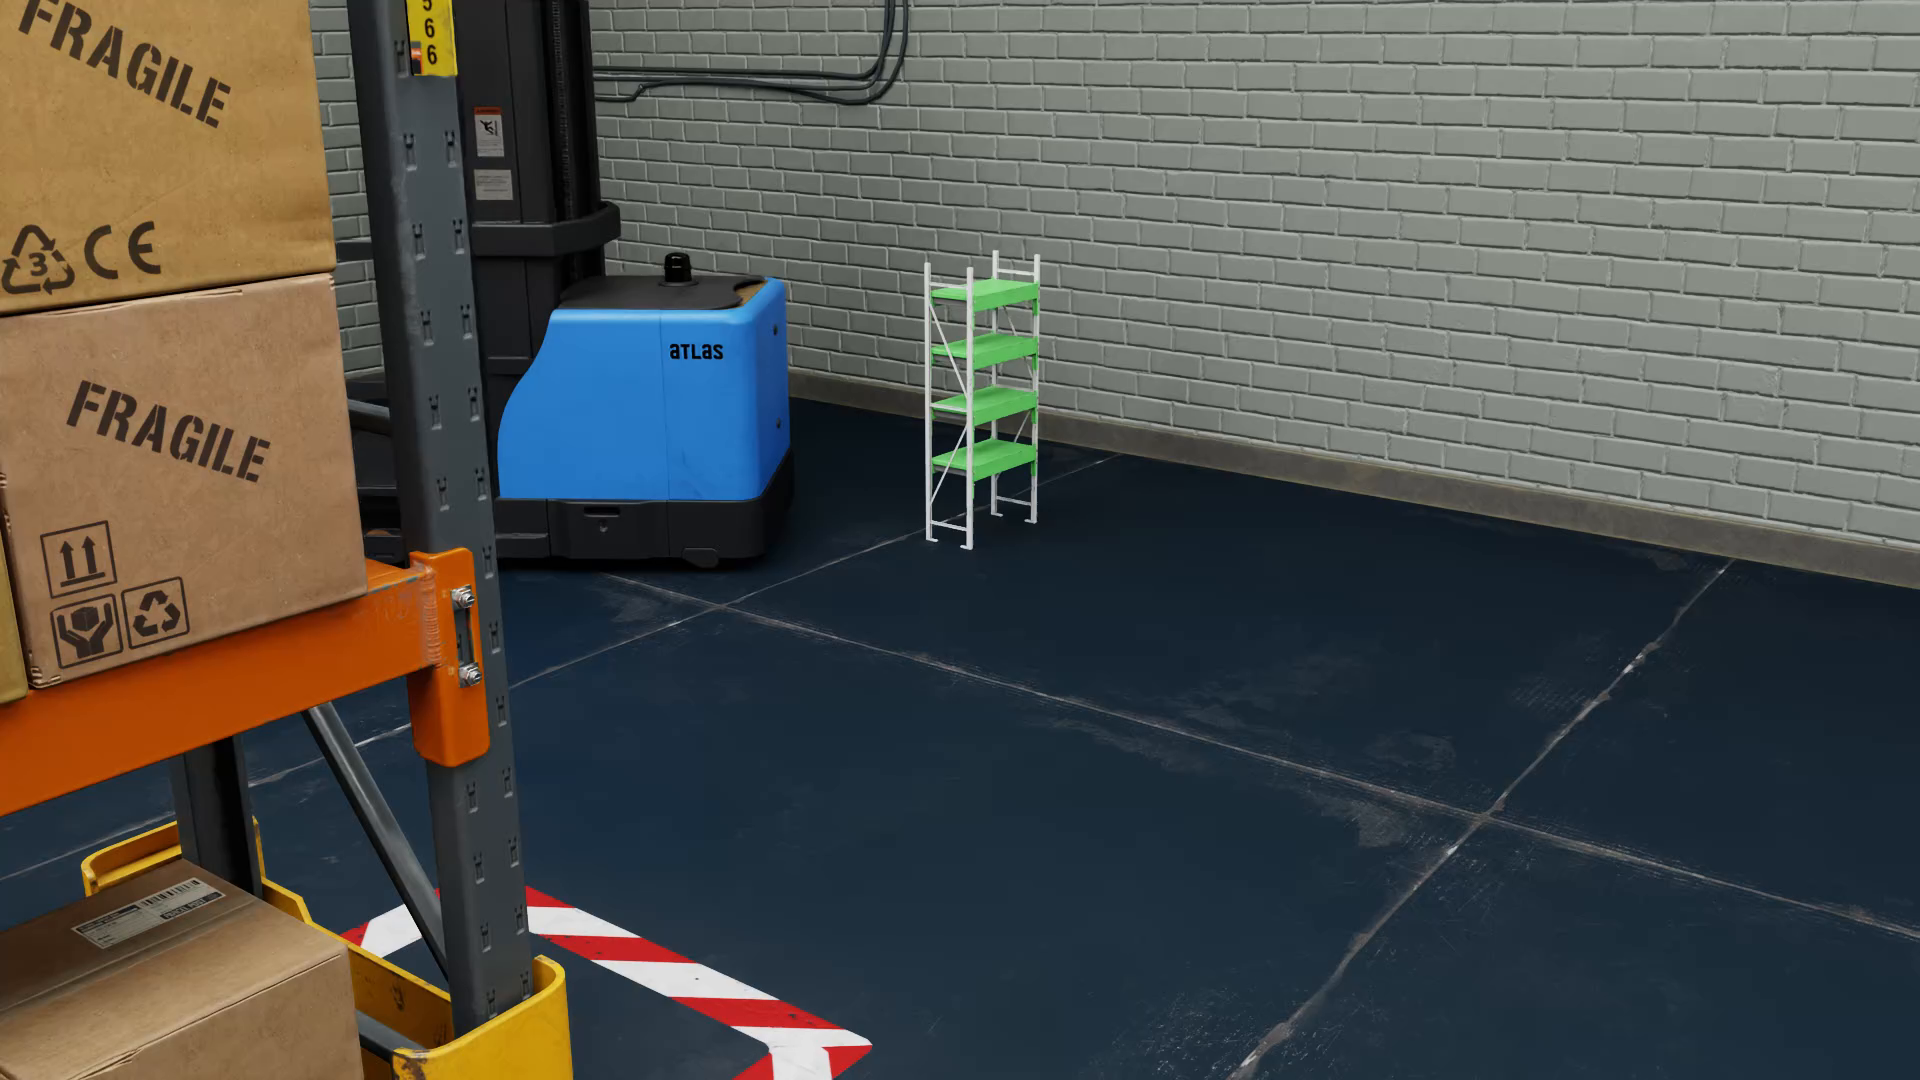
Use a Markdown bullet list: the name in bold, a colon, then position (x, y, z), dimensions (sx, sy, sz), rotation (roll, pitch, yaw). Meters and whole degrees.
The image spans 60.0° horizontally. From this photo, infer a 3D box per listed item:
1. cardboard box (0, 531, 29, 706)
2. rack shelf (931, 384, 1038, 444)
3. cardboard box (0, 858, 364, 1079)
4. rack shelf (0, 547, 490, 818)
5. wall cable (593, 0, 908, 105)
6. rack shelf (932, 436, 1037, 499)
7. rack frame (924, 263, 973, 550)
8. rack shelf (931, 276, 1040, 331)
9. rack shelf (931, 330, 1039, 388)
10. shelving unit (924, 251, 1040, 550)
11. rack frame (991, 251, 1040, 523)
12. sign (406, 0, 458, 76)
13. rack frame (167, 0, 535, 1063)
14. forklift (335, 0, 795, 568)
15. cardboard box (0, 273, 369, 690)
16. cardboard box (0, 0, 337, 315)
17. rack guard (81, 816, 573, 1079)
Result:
- **cardboard box**: position (-1.571, -0.016, 2.068), dimensions (0.500, 0.500, 0.500), rotation (13, 21, 35)
- **rack shelf**: position (0.099, -0.551, 7.212), dimensions (0.258, 0.148, 0.480), rotation (12, 21, 35)
- **cardboard box**: position (-1.342, 0.910, 2.730), dimensions (0.500, 0.500, 0.500), rotation (12, 21, 35)
- **rack shelf**: position (-2.408, 0.573, 1.554), dimensions (1.077, 0.370, 4.000), rotation (12, 21, 35)
- **wall cable**: position (-1.540, -3.788, 9.503), dimensions (3.097, 2.526, 0.112), rotation (12, 21, 35)
- **rack shelf**: position (0.099, -0.322, 7.283), dimensions (0.258, 0.148, 0.480), rotation (12, 21, 35)
- **rack frame**: position (-0.047, -0.554, 7.006), dimensions (0.240, 1.200, 0.015), rotation (12, 21, 35)
- **rack shelf**: position (0.099, -1.010, 7.069), dimensions (0.258, 0.148, 0.480), rotation (12, 21, 35)
- **rack shelf**: position (0.099, -0.781, 7.141), dimensions (0.258, 0.148, 0.480), rotation (12, 21, 35)
- **shelving unit**: position (0.099, -0.612, 7.193), dimensions (0.258, 1.200, 0.503), rotation (12, 21, 35)
- **rack frame**: position (0.244, -0.671, 7.380), dimensions (0.240, 1.200, 0.015), rotation (12, 21, 35)
- **sign**: position (-0.782, -0.848, 2.431), dimensions (0.100, 0.325, 0.005), rotation (12, 21, 35)
- **rack frame**: position (-1.216, -0.247, 2.981), dimensions (1.000, 3.000, 0.127), rotation (12, 21, 35)
- **forklift**: position (-2.293, -1.429, 6.902), dimensions (3.031, 2.935, 1.130), rotation (1, 17, 2)
- **cardboard box**: position (-1.264, -0.140, 2.468), dimensions (0.500, 0.500, 0.500), rotation (13, 22, 36)
- **cardboard box**: position (-1.261, -0.618, 2.320), dimensions (0.500, 0.500, 0.500), rotation (12, 21, 34)
- **rack guard**: position (-1.261, 0.965, 3.294), dimensions (1.175, 0.500, 0.348), rotation (12, 21, 35)
